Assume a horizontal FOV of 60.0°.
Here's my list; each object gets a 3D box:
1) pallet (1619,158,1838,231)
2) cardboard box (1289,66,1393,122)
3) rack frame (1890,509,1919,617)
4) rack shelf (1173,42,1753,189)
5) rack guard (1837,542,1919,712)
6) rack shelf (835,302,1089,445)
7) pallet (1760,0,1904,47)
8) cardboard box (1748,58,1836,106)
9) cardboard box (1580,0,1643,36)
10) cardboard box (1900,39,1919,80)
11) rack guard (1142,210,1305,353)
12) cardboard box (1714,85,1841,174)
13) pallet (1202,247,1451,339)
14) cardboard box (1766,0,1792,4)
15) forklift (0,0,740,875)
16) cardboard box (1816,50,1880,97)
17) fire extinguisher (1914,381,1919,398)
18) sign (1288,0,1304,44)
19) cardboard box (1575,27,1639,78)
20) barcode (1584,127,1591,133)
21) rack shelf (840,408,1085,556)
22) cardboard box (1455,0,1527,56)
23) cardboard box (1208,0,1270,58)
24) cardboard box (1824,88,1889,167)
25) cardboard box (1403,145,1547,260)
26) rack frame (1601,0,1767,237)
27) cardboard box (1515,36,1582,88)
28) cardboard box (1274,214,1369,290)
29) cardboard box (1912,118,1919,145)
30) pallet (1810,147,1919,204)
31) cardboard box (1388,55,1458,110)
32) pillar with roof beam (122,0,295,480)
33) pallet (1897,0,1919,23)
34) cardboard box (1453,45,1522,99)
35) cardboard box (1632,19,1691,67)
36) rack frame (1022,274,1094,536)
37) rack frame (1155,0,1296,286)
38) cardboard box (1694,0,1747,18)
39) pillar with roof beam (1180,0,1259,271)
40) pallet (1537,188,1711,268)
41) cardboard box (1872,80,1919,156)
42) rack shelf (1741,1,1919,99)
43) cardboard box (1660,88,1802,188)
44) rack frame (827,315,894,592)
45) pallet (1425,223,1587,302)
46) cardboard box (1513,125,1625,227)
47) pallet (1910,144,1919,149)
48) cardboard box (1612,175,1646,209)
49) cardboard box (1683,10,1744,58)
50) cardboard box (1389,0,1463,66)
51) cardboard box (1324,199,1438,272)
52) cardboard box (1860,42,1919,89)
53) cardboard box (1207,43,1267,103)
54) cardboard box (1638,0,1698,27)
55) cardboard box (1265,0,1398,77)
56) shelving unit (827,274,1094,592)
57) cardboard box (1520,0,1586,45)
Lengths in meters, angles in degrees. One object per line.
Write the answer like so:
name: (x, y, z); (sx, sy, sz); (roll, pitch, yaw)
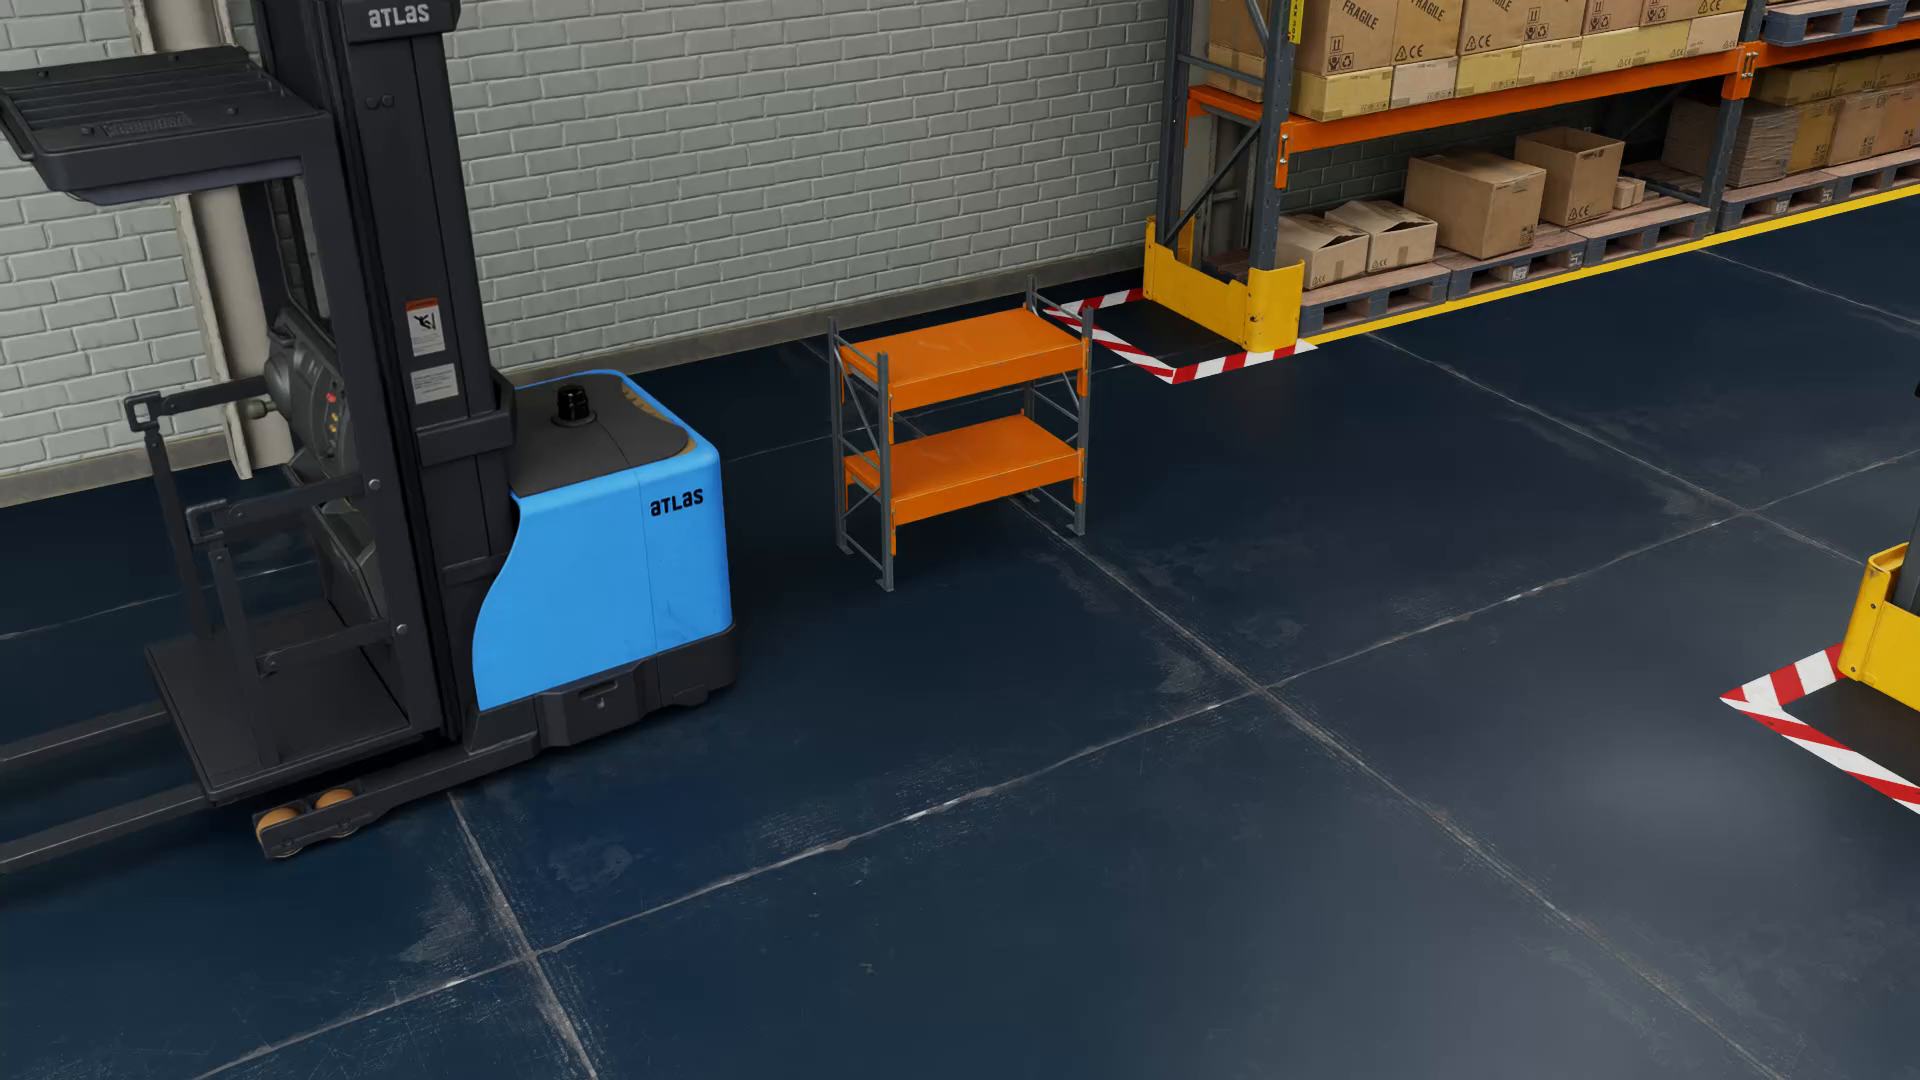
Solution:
pallet: (5.633, -2.612, 12.264); (1.213, 0.211, 1.003); (-16, 33, -26)
cardboard box: (2.096, -2.592, 9.478); (0.500, 0.250, 0.500); (-17, 33, -28)
rack frame: (4.027, -0.599, 5.732); (0.127, 3.000, 1.000); (-16, 33, -26)
rack shelf: (3.239, -2.837, 10.530); (4.000, 0.370, 1.077); (-16, 33, -26)
rack guard: (4.006, 0.501, 6.325); (0.348, 0.500, 1.175); (-16, 33, -26)
rack shelf: (0.006, -0.750, 7.340); (1.000, 0.278, 0.538); (-16, 33, -26)
pallet: (5.696, -3.684, 11.519); (1.213, 0.211, 1.003); (-16, 33, -26)
cardboard box: (5.967, -3.364, 12.097); (0.500, 0.250, 0.500); (-17, 33, -27)
cardboard box: (3.845, -3.425, 10.210); (0.500, 0.500, 0.500); (-17, 33, -28)
cardboard box: (7.294, -3.736, 12.770); (0.500, 0.250, 0.500); (-15, 32, -25)
rack guard: (1.580, -1.586, 10.107); (0.348, 0.500, 1.175); (-16, 33, -26)
cardboard box: (6.009, -3.074, 12.347); (0.500, 0.500, 0.700); (-17, 33, -27)
pallet: (2.298, -1.644, 10.511); (1.213, 0.211, 1.003); (-16, 33, -26)
cardboard box: (5.419, -3.988, 11.313); (0.500, 0.500, 0.700); (-16, 33, -26)
forklift: (-2.387, -0.476, 5.579); (3.031, 2.935, 1.130); (-18, 34, -29)
cardboard box: (6.414, -3.493, 12.331); (0.500, 0.250, 0.500); (-17, 33, -28)
fire extinguisher: (3.690, -0.730, 6.049); (0.183, 0.674, 0.296); (-16, 33, -26)
sign: (1.789, -2.815, 8.851); (0.005, 0.325, 0.100); (-16, 33, -26)
cardboard box: (3.848, -3.094, 10.387); (0.500, 0.250, 0.500); (-16, 33, -27)
barcode: (4.376, -2.847, 11.606); (0.075, 0.075, 0.001); (-16, 33, -26)
rack shelf: (0.006, -0.280, 7.599); (1.000, 0.278, 0.538); (-16, 33, -26)
cardboard box: (2.958, -3.166, 9.741); (0.500, 0.500, 0.500); (-17, 33, -28)
cardboard box: (1.813, -3.138, 9.689); (0.500, 0.500, 0.500); (-16, 33, -27)
cardboard box: (6.470, -3.182, 12.543); (0.500, 0.500, 0.700); (-15, 32, -26)
cardboard box: (3.306, -2.191, 10.747); (0.500, 0.500, 0.700); (-18, 34, -29)
rack frame: (4.963, -3.641, 11.244); (0.127, 3.000, 1.000); (-16, 33, -26)
cardboard box: (3.415, -2.971, 10.163); (0.500, 0.250, 0.500); (-16, 32, -26)
cardboard box: (2.156, -1.809, 10.252); (0.500, 0.311, 0.500); (-20, 35, -32)
cardboard box: (7.314, -3.443, 13.016); (0.500, 0.500, 0.700); (-16, 33, -26)
pallet: (6.686, -2.912, 12.809); (1.213, 0.211, 1.003); (-16, 33, -26)
cardboard box: (2.536, -2.725, 9.719); (0.500, 0.250, 0.500); (-17, 33, -28)
pillar with roof beam: (-1.313, -2.558, 3.072); (0.400, 9.000, 9.100); (-16, 33, -26)
pallet: (6.726, -4.035, 12.155); (1.213, 0.211, 1.003); (-16, 33, -26)
cardboard box: (2.978, -2.848, 9.940); (0.500, 0.250, 0.500); (-16, 33, -27)
cardboard box: (4.274, -3.224, 10.621); (0.500, 0.250, 0.500); (-16, 33, -26)
rack frame: (0.444, -0.619, 7.707); (0.032, 1.125, 0.500); (-16, 33, -26)
rack frame: (1.514, -2.662, 9.469); (0.127, 3.000, 1.000); (-16, 33, -26)
cardboard box: (4.712, -3.668, 10.651); (0.500, 0.500, 0.500); (-16, 33, -26)
pillar with roof beam: (3.860, -4.027, 5.734); (0.400, 9.000, 9.100); (-16, 33, -26)
pallet: (4.402, -2.241, 11.593); (1.213, 0.211, 1.003); (-16, 33, -26)
cardboard box: (6.900, -3.310, 12.774); (0.500, 0.500, 0.700); (-16, 33, -27)
rack shelf: (6.687, -3.816, 12.305); (4.000, 0.370, 1.077); (-16, 33, -26)
cardboard box: (5.589, -2.927, 12.080); (0.500, 0.500, 0.700); (-15, 32, -25)
rack frame: (-0.432, -0.370, 7.256); (0.032, 1.125, 0.500); (-16, 33, -26)
pallet: (3.349, -1.941, 11.048); (1.213, 0.211, 1.003); (-16, 33, -26)
cardboard box: (4.088, -2.469, 11.251); (0.500, 0.500, 0.500); (-19, 34, -30)
pallet: (7.737, -3.209, 13.346); (1.213, 0.211, 1.003); (-16, 33, -26)
cardboard box: (4.517, -2.450, 11.562); (0.250, 0.166, 0.380); (-21, 35, -33)
cardboard box: (4.708, -3.342, 10.836); (0.500, 0.250, 0.500); (-16, 33, -26)
cardboard box: (2.509, -3.042, 9.516); (0.500, 0.500, 0.500); (-16, 33, -26)
cardboard box: (2.648, -1.949, 10.505); (0.500, 0.311, 0.500); (-13, 31, -22)
cardboard box: (6.853, -3.608, 12.538); (0.500, 0.250, 0.500); (-16, 33, -27)
cardboard box: (1.819, -2.800, 9.855); (0.500, 0.250, 0.500); (-15, 32, -26)
cardboard box: (4.285, -3.544, 10.425); (0.500, 0.500, 0.500); (-16, 33, -27)
cardboard box: (2.078, -2.925, 9.305); (0.500, 0.500, 0.500); (-16, 33, -26)
shelving unit: (0.006, -0.494, 7.481); (1.048, 1.125, 0.538); (-16, 33, -26)
cardboard box: (3.397, -3.297, 9.979); (0.500, 0.500, 0.500); (-15, 32, -25)
